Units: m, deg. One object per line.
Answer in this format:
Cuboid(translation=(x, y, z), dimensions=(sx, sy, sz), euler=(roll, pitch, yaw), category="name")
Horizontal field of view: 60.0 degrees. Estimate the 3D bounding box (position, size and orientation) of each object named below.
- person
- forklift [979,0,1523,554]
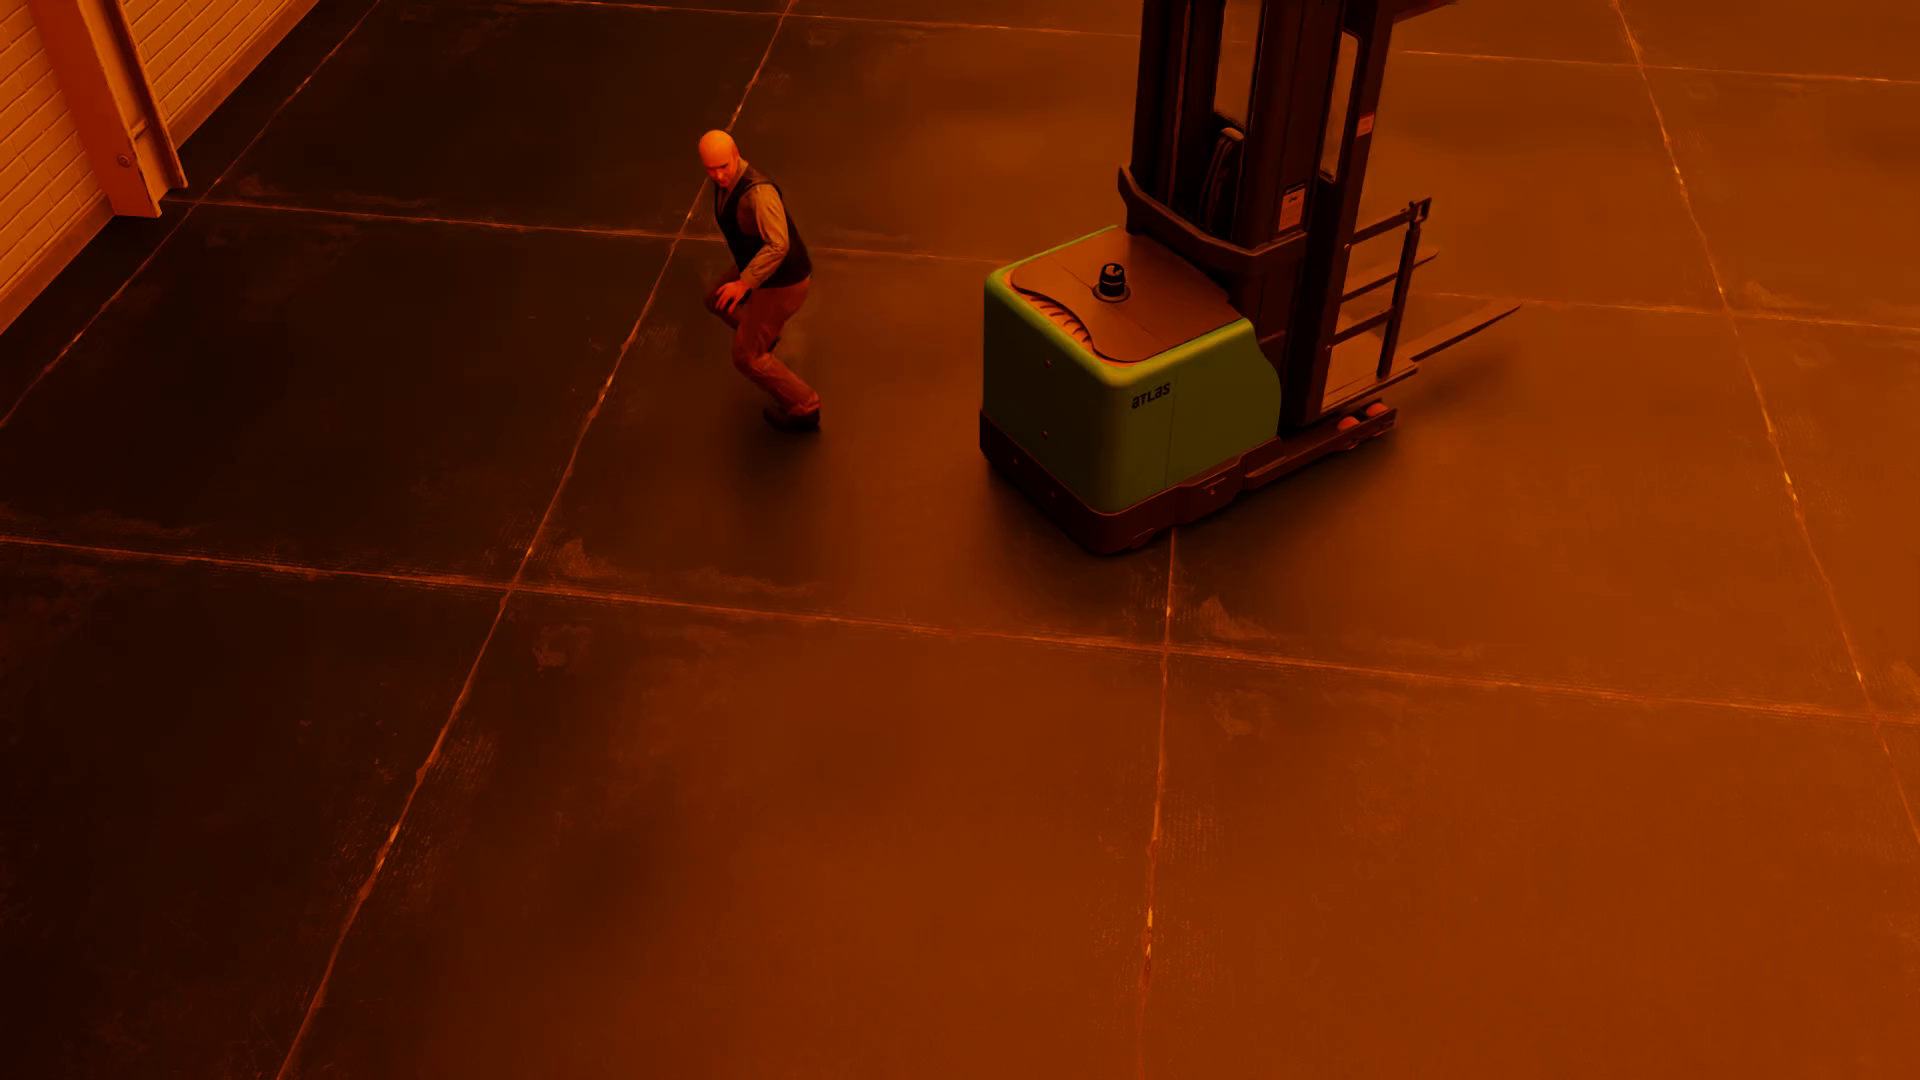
Cuboid(translation=(-1.027, -1.335, 8.260), dimensions=(0.536, 1.638, 0.989), euler=(-12, 44, -13), category="person")
Cuboid(translation=(1.600, -1.805, 7.690), dimensions=(3.031, 2.935, 1.130), euler=(-25, 48, -25), category="forklift")
